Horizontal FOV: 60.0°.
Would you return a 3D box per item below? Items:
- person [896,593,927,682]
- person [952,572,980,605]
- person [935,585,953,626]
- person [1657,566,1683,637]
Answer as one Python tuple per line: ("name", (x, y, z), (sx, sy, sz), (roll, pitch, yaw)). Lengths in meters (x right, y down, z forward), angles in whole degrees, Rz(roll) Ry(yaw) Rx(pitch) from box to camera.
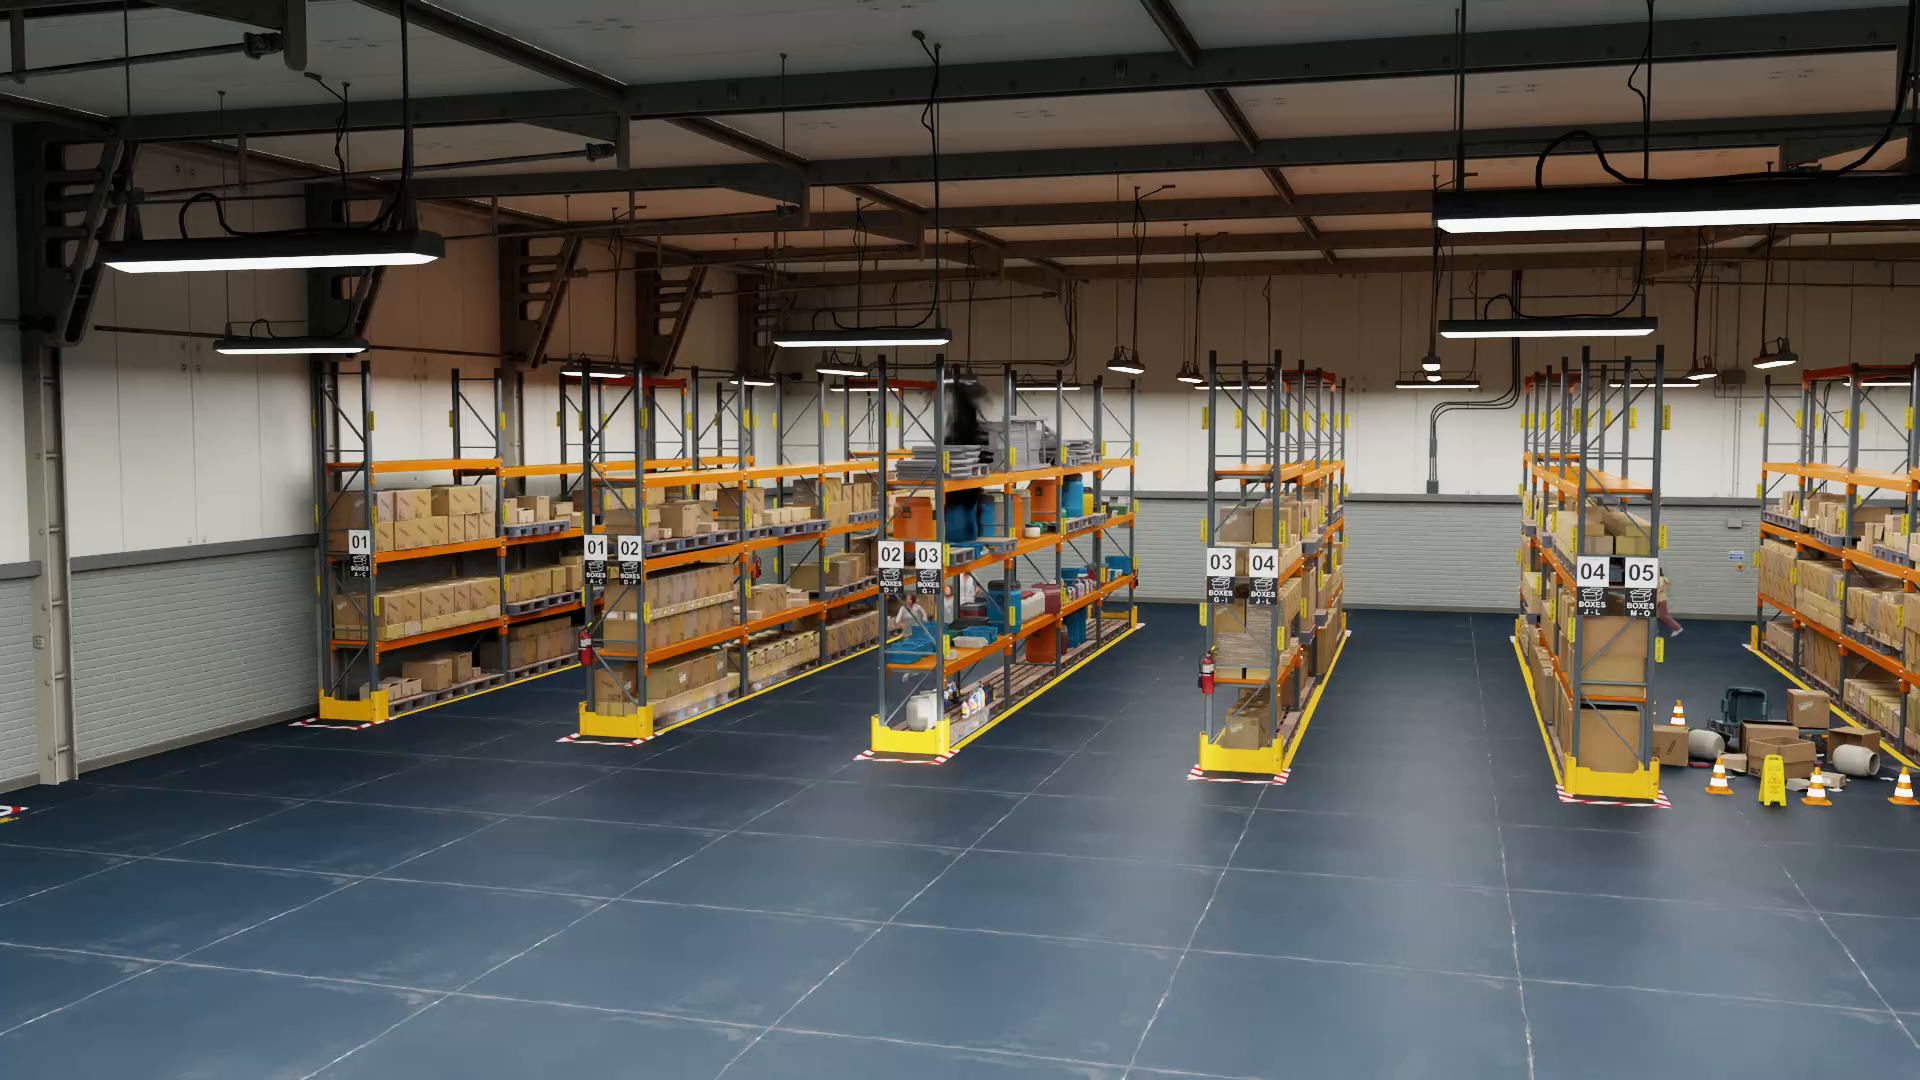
("person", (-0.905, 1.762, 30.700), (0.564, 1.590, 0.871), (1, 4, 11))
("person", (0.134, 1.399, 38.253), (0.661, 1.745, 0.761), (0, 4, 6))
("person", (-0.243, 1.733, 34.420), (0.565, 1.616, 0.572), (1, 4, 18))
("person", (16.114, 1.445, 38.204), (0.965, 1.694, 0.599), (1, 4, 16))
